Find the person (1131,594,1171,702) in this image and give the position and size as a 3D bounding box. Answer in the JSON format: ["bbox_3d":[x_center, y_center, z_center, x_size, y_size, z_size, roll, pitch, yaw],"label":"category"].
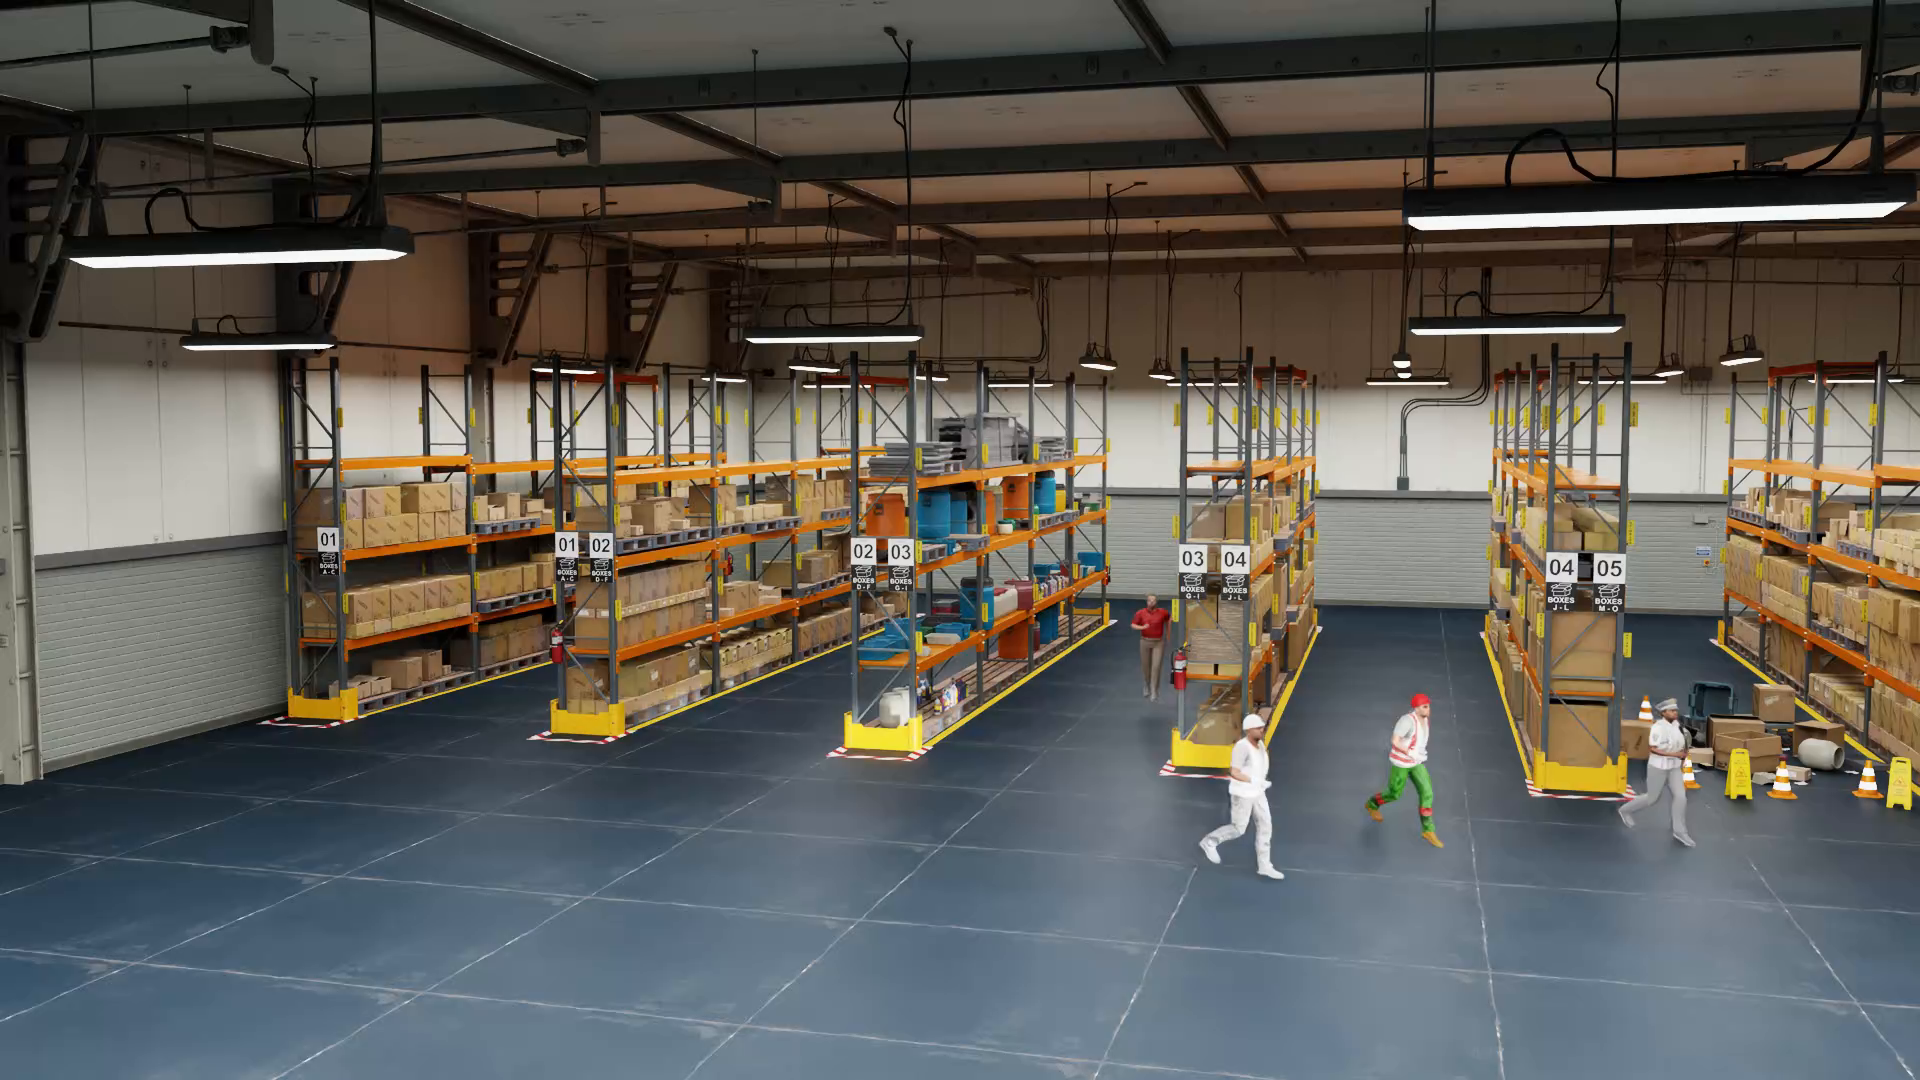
[{"bbox_3d":[3.208,1.795,27.922,0.673,1.791,0.876,1,4,7],"label":"person"}]

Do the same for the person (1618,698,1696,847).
[{"bbox_3d":[8.348,2.710,19.741,0.588,1.719,0.884,-2,5,-28],"label":"person"}]

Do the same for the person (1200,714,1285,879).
[{"bbox_3d":[3.098,2.773,18.188,0.975,1.771,0.662,3,5,40],"label":"person"}]

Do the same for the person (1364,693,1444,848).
[{"bbox_3d":[5.280,2.675,19.746,0.659,1.772,1.138,-3,5,-35],"label":"person"}]
